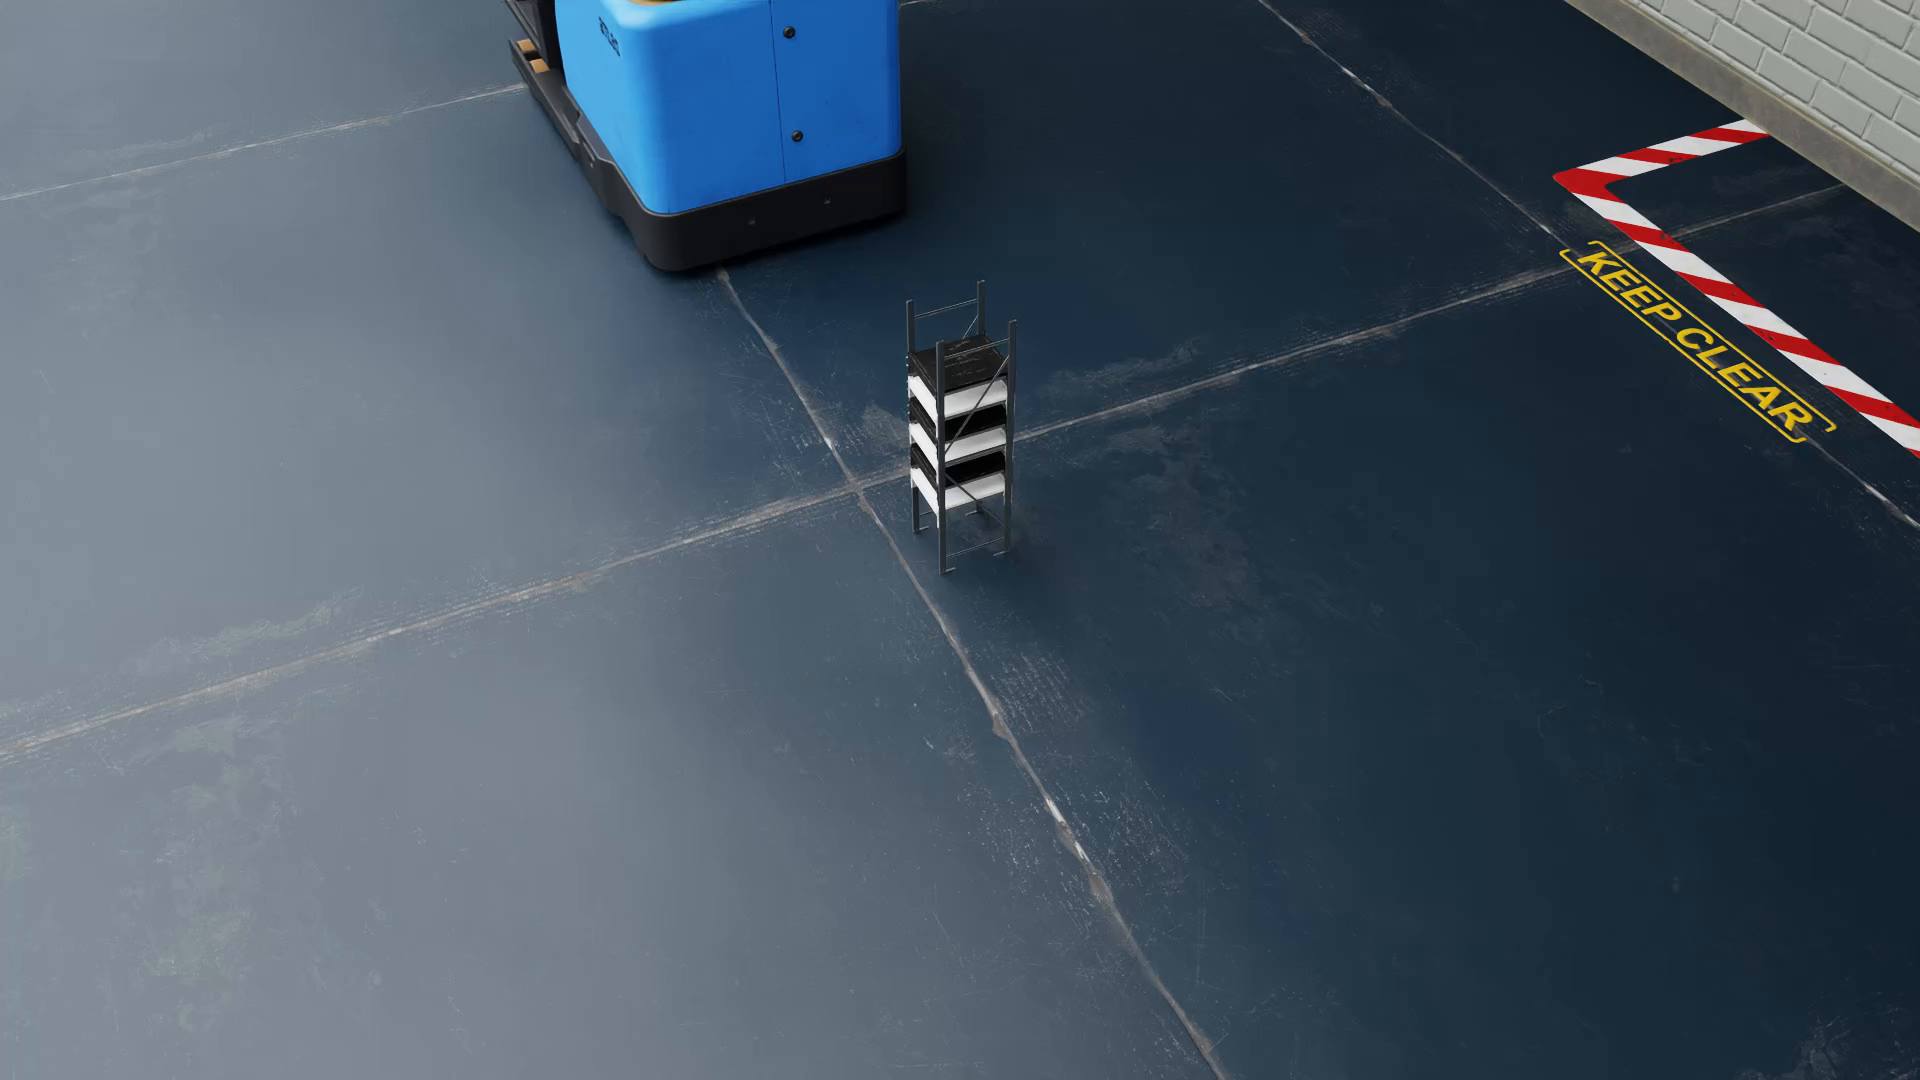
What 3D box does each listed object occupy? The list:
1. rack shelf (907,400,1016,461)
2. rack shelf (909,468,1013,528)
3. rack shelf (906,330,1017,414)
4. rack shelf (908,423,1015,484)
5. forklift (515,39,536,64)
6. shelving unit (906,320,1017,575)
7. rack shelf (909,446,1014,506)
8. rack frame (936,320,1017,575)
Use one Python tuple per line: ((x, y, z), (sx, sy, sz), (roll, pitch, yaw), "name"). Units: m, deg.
((0.003, -0.355, 4.889), (0.258, 0.077, 0.200), (-18, 47, -17), "rack shelf")
((-1.300, -6.738, 11.883), (6.000, 0.275, 18.464), (-18, 47, -17), "rack shelf")
((0.003, -0.484, 4.762), (0.258, 0.077, 0.200), (-18, 47, -17), "rack shelf")
((0.003, -0.291, 4.952), (0.258, 0.077, 0.200), (-18, 47, -17), "rack shelf")
((-1.310, -3.079, 6.284), (1.121, 2.935, 3.031), (-19, 48, -19), "forklift")
((-1.299, -6.959, 11.662), (6.000, 0.900, 18.469), (-18, 47, -17), "shelving unit")
((0.003, -0.227, 5.015), (0.258, 0.077, 0.200), (-18, 47, -17), "rack shelf")
((0.046, -0.250, 4.863), (0.240, 0.900, 0.006), (-18, 47, -17), "rack frame")
